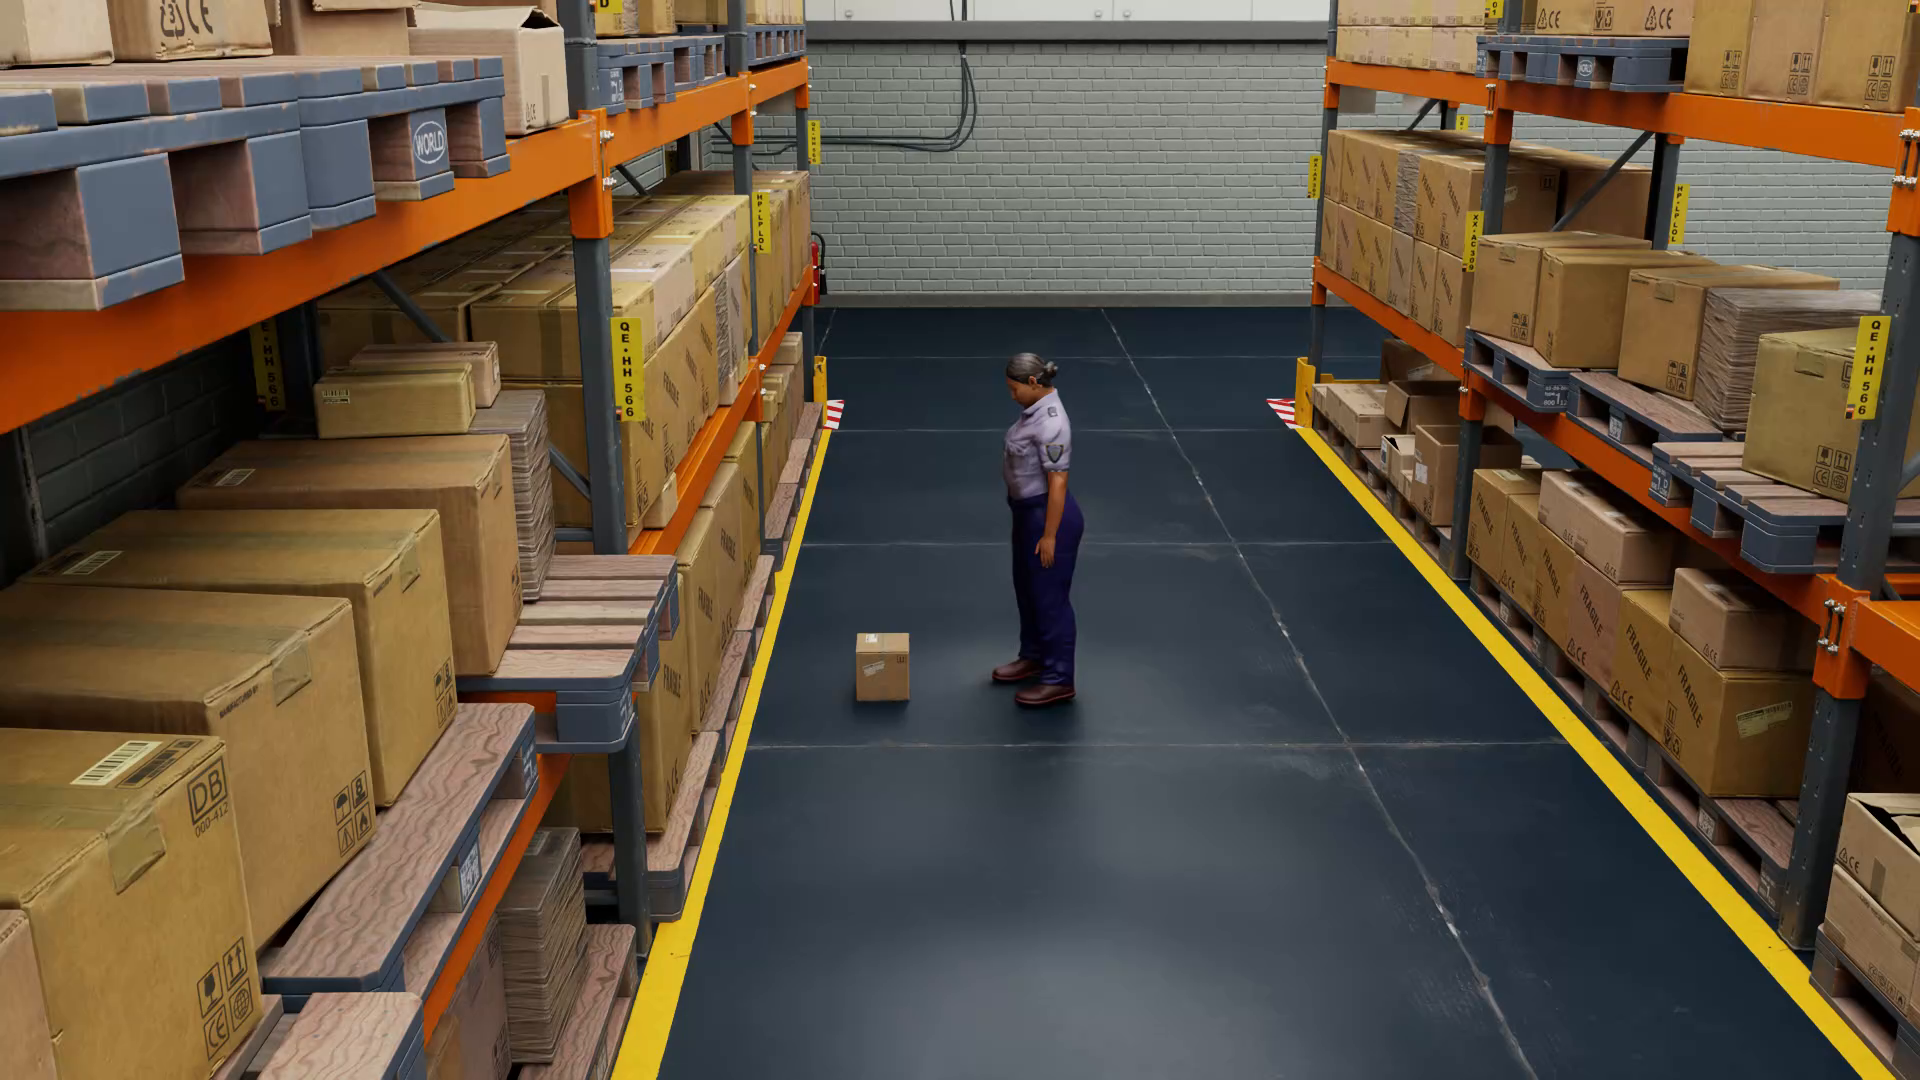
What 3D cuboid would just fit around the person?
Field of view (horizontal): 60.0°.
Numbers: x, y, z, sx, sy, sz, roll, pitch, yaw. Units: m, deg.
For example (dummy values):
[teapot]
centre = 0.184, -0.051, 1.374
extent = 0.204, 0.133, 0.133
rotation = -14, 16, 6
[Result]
[person]
centre = 0.359, -0.063, 7.744
extent = 0.367, 1.633, 0.511
rotation = -2, 17, -7
